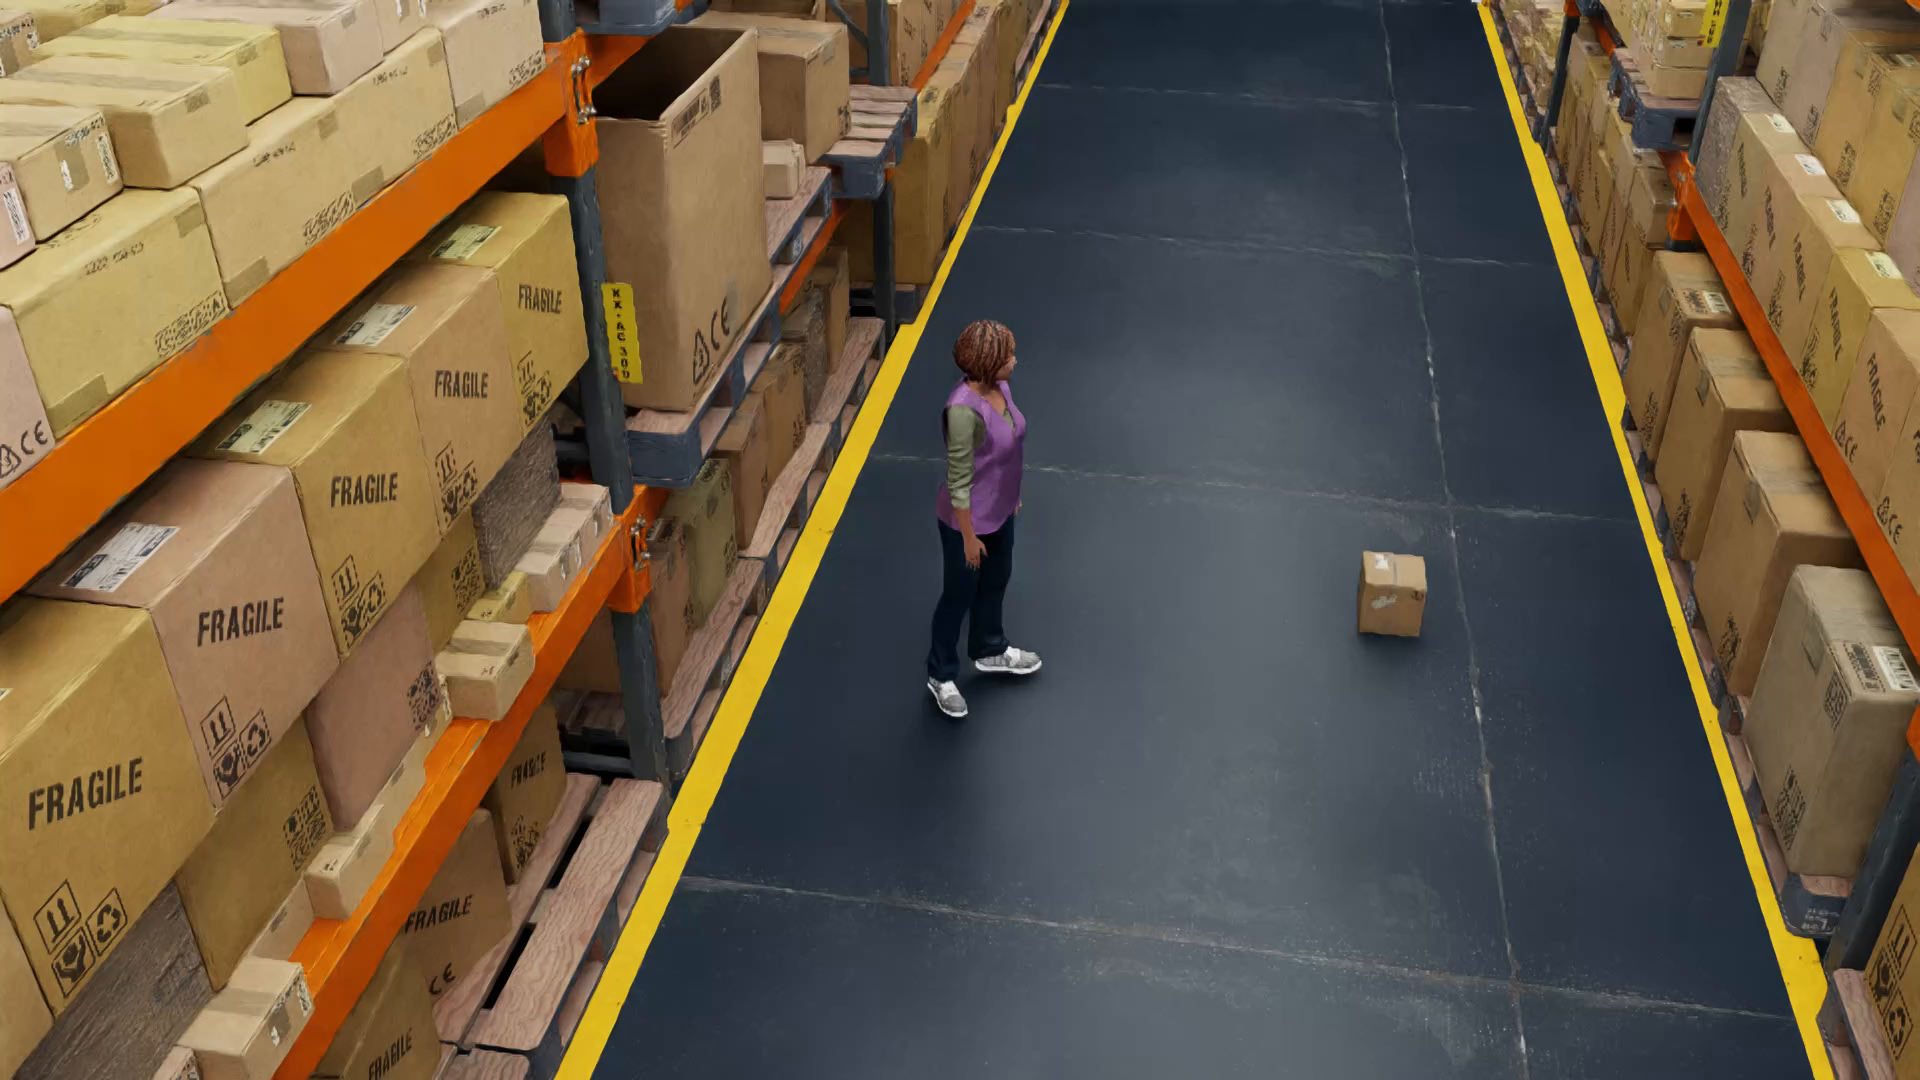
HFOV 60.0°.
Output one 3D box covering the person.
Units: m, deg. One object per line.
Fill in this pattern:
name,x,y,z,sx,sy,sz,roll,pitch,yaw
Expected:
person,0.075,-0.092,6.246,0.378,1.598,0.498,15,36,21
